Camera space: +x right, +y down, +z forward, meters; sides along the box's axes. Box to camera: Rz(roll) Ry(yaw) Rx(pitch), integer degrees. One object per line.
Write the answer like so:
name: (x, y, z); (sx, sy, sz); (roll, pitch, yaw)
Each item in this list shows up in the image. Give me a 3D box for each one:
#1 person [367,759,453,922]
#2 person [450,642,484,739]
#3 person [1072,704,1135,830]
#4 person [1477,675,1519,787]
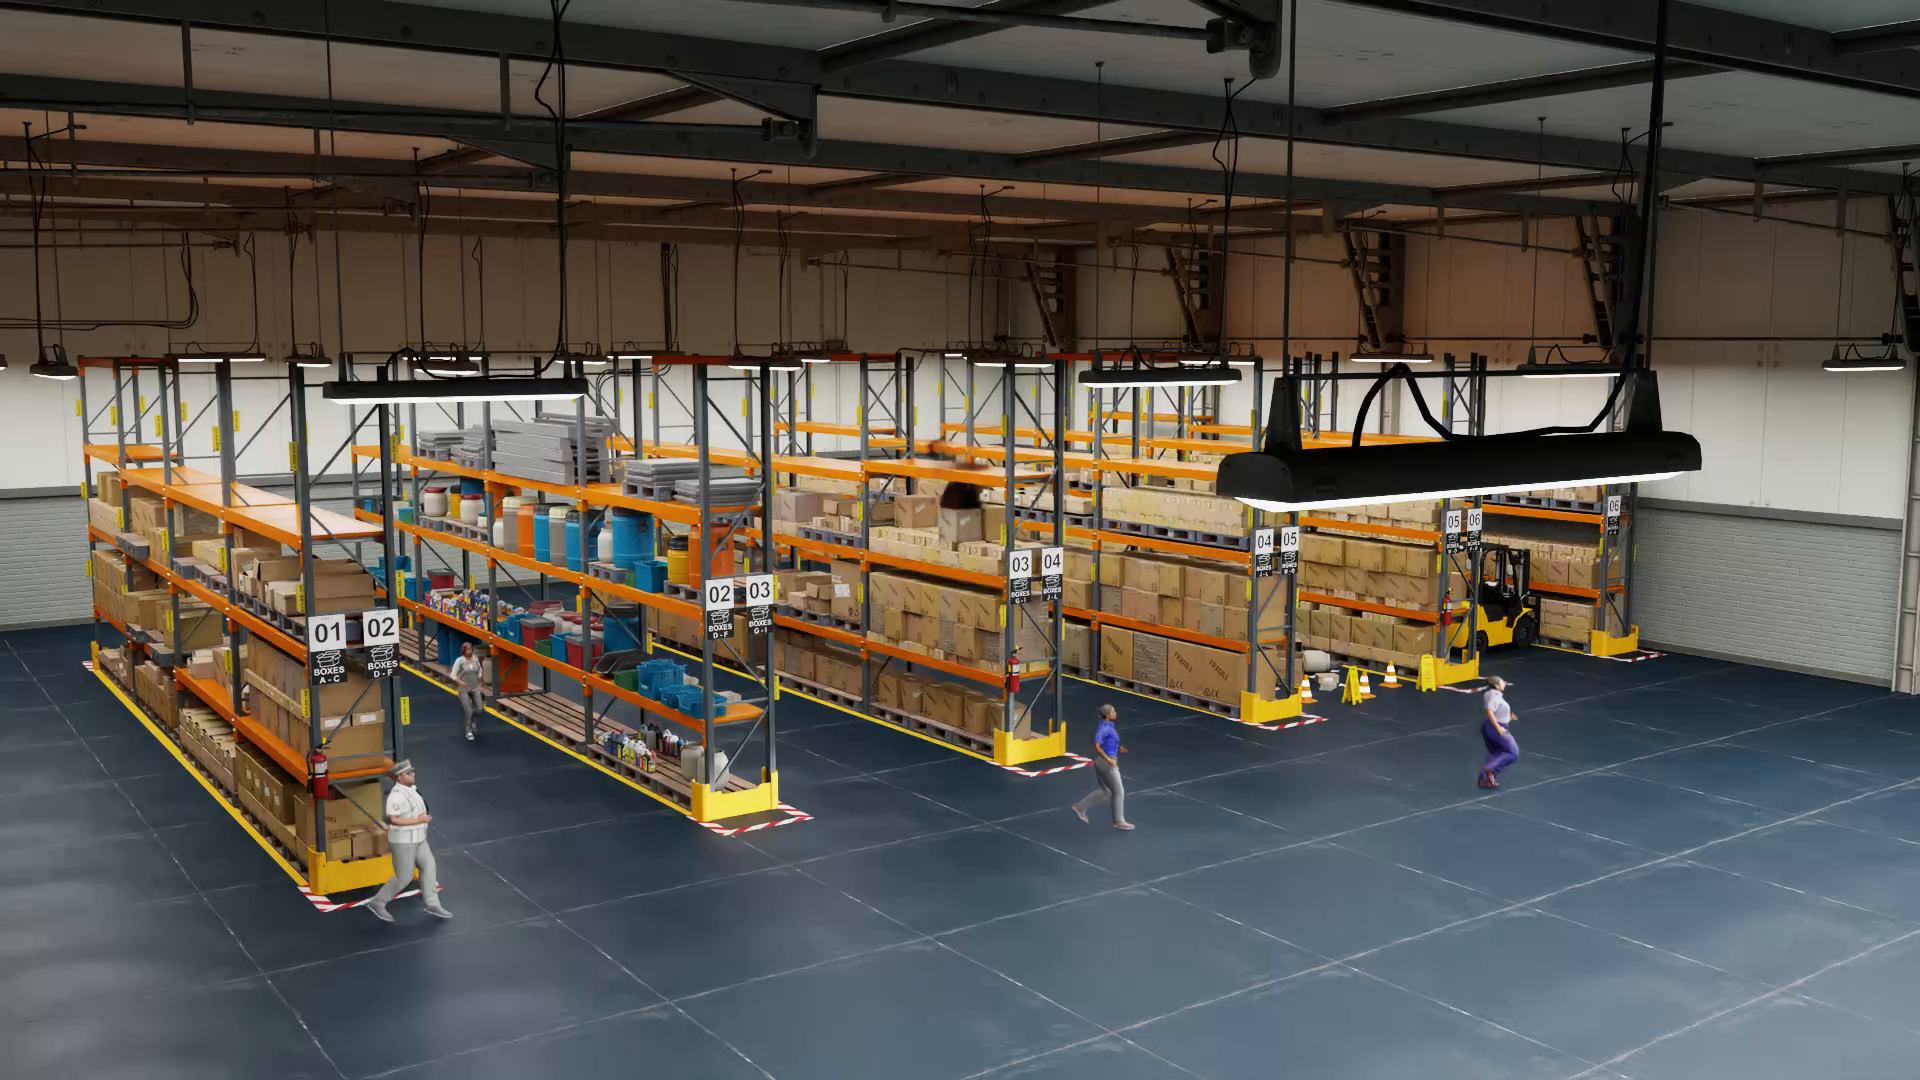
person: (-5.985, 3.260, 18.021); (0.871, 1.809, 0.667); (0, 7, 1)
person: (-7.747, 2.381, 26.236); (0.553, 1.563, 0.533); (-5, 9, -37)
person: (1.858, 2.927, 21.404); (0.808, 1.637, 0.583); (0, 7, -4)
person: (7.592, 2.695, 23.418); (0.559, 1.599, 0.593); (0, 7, -3)
